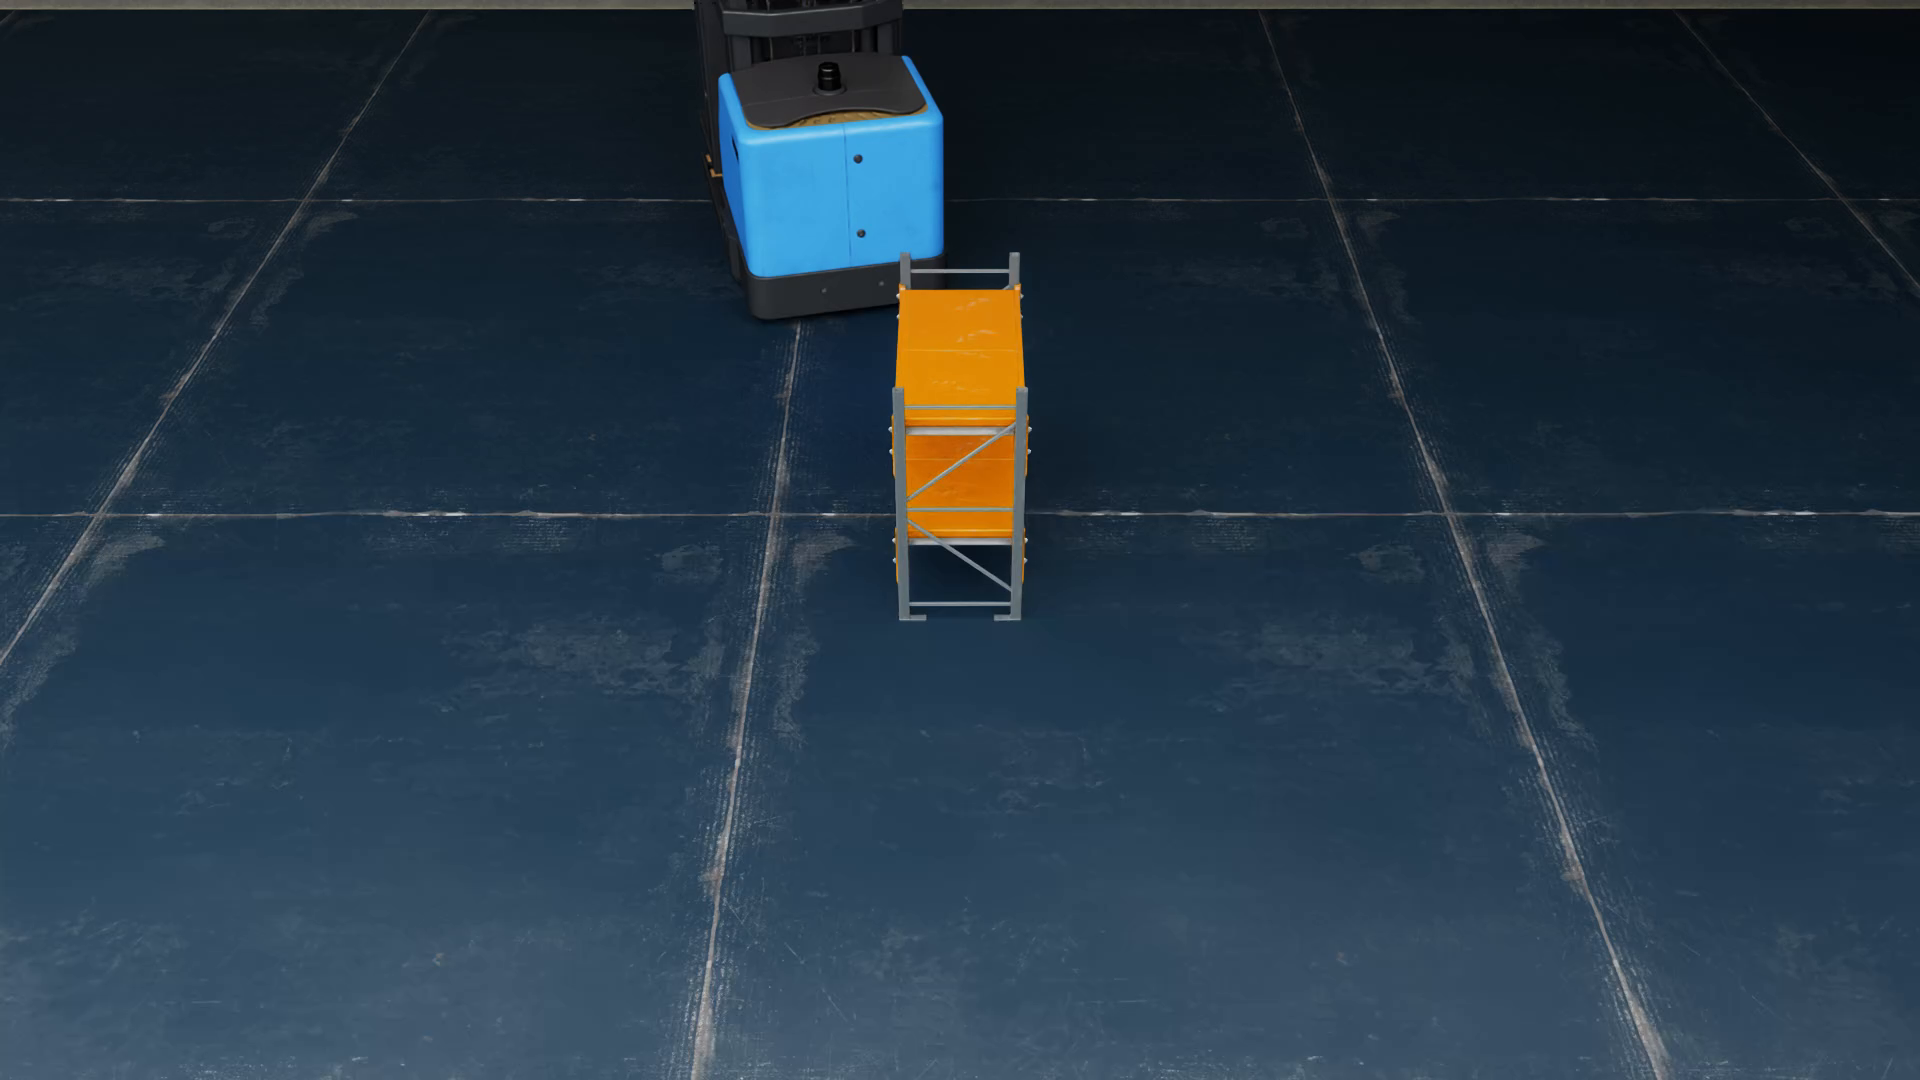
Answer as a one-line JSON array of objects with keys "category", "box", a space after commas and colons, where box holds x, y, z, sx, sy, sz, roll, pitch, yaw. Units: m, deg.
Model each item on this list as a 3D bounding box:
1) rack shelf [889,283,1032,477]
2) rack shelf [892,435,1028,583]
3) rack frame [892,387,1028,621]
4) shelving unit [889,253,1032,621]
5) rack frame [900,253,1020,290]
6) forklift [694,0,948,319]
[{"category": "rack shelf", "box": [0.000, -0.663, 6.710, 0.538, 0.278, 1.000, 0, 39, 0]}, {"category": "rack shelf", "box": [0.000, -0.244, 7.046, 0.538, 0.278, 1.000, 0, 39, 0]}, {"category": "rack frame", "box": [0.001, -0.117, 6.496, 0.500, 1.125, 0.032, 0, 39, 0]}, {"category": "shelving unit", "box": [0.000, -0.435, 6.893, 0.538, 1.125, 1.048, 0, 39, 0]}, {"category": "rack frame", "box": [-0.001, -0.753, 7.290, 0.500, 1.125, 0.032, 0, 39, 0]}, {"category": "forklift", "box": [-0.916, -3.206, 8.906, 1.130, 2.935, 3.031, -9, 40, -11]}]
